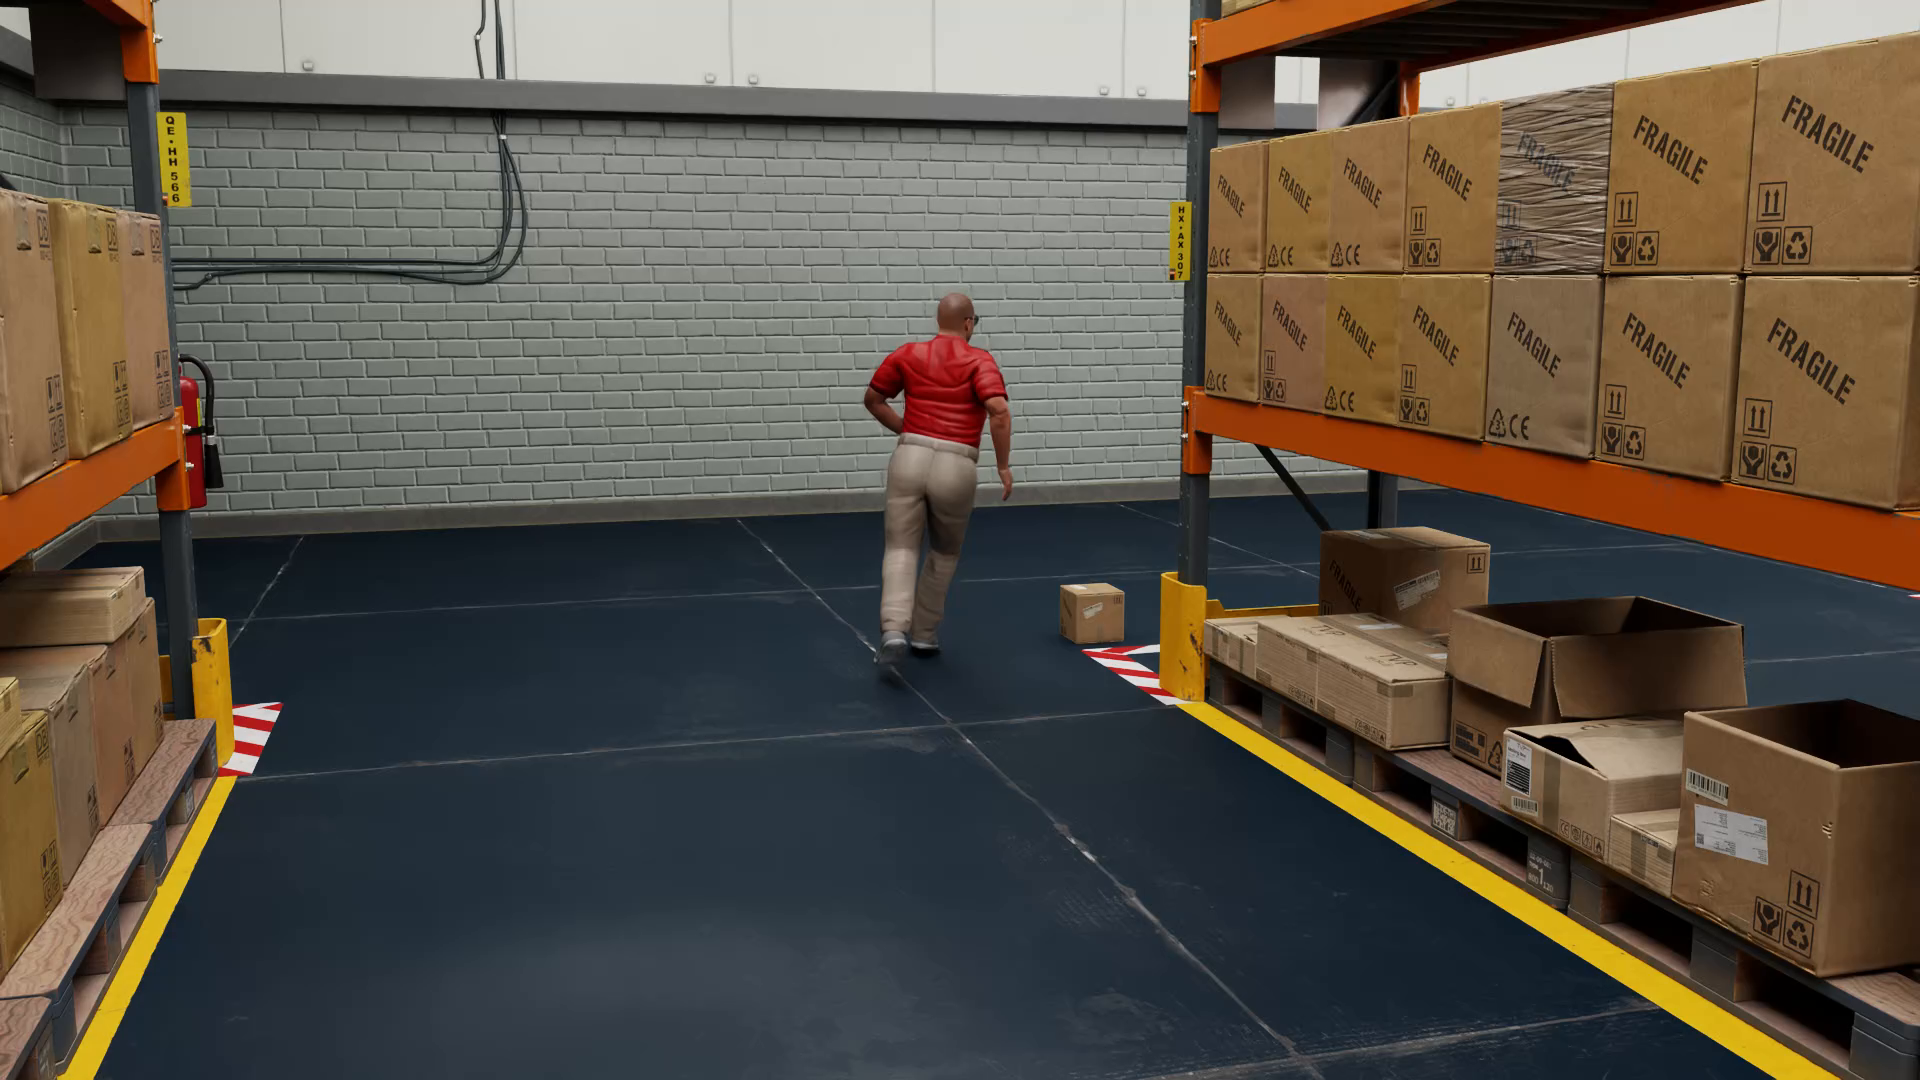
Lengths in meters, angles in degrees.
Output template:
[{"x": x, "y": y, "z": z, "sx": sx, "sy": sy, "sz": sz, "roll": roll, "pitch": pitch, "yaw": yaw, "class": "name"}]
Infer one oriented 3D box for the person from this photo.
[{"x": -0.103, "y": -0.264, "z": 7.606, "sx": 0.702, "sy": 1.714, "sz": 0.882, "roll": 1, "pitch": 9, "yaw": 8, "class": "person"}]
